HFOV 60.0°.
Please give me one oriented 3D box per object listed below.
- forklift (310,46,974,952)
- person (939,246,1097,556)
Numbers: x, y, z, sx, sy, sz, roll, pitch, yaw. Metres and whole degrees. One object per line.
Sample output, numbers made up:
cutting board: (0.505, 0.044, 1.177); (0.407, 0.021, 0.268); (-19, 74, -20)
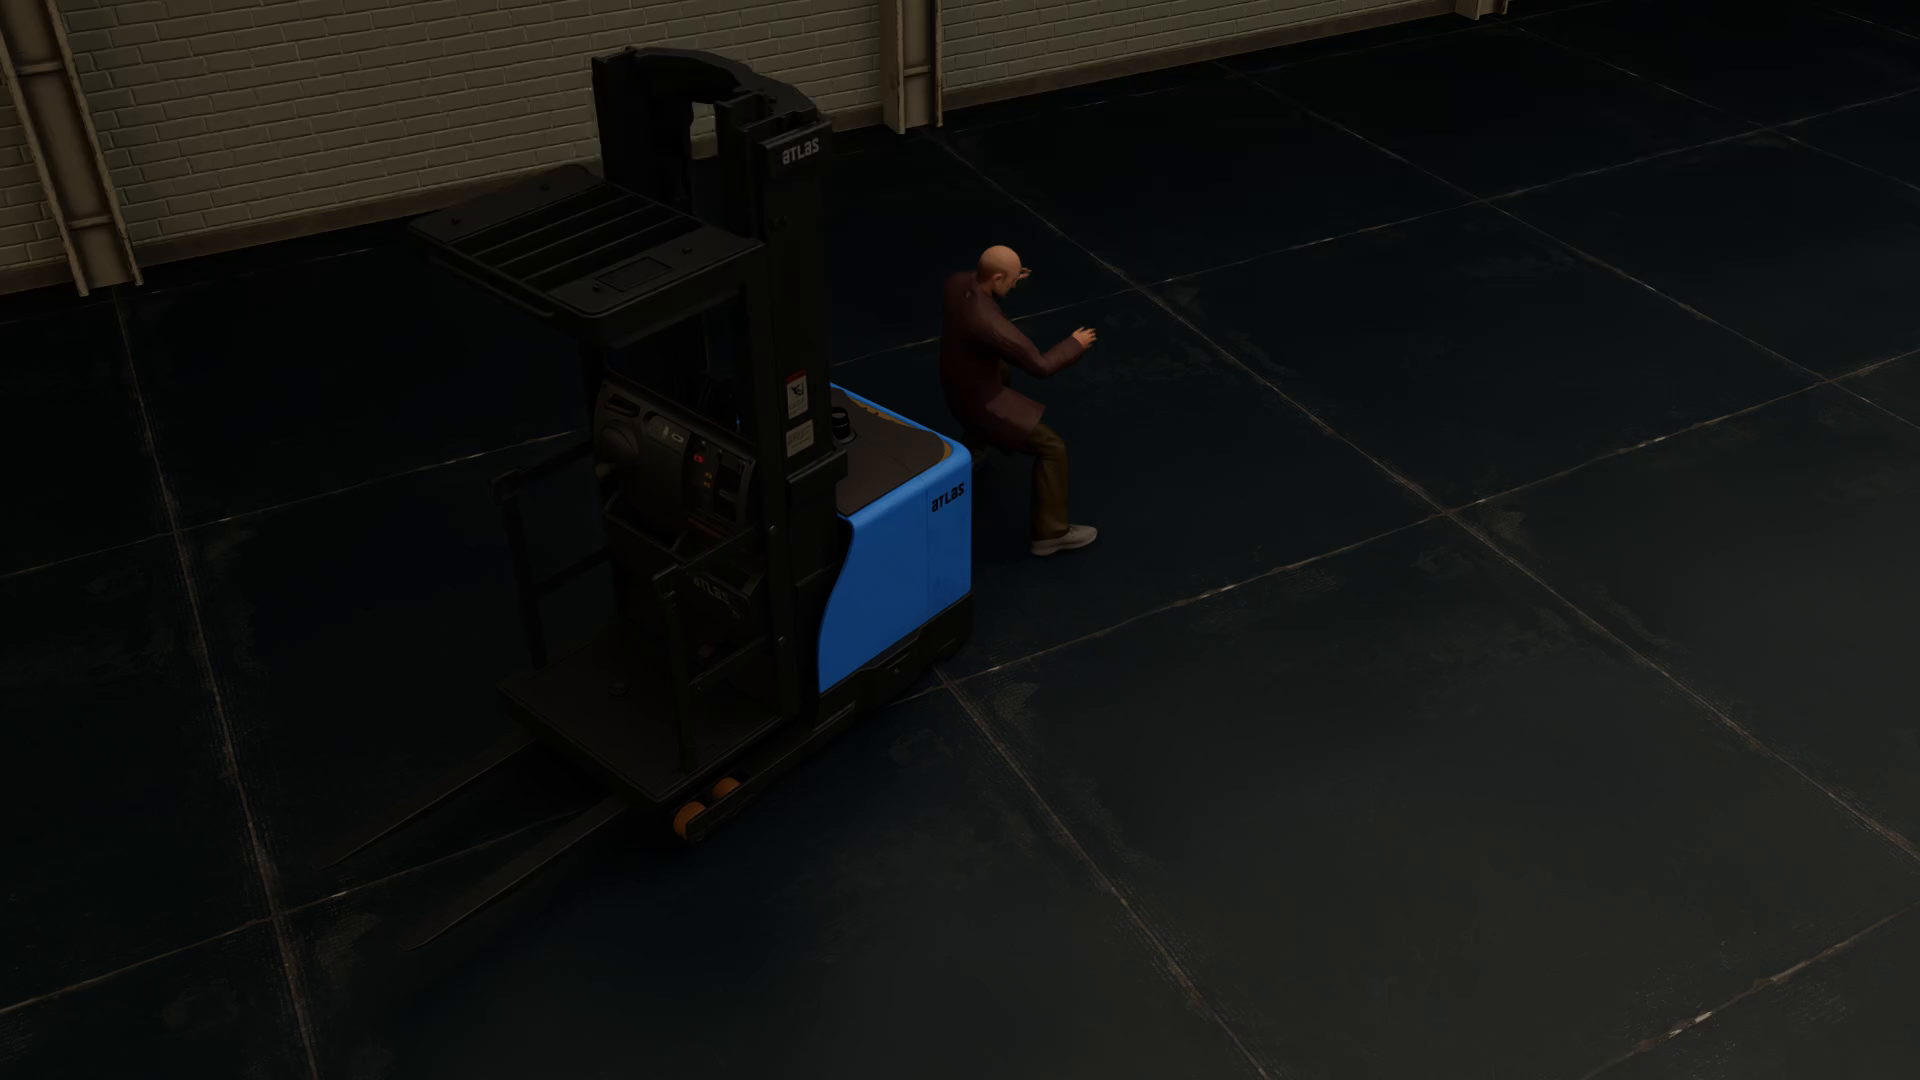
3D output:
forklift: (-1.287, -0.277, 6.515); (1.130, 2.935, 3.031); (27, 43, 33)
person: (0.273, -0.831, 8.508); (0.766, 1.533, 1.070); (-12, 37, -16)
